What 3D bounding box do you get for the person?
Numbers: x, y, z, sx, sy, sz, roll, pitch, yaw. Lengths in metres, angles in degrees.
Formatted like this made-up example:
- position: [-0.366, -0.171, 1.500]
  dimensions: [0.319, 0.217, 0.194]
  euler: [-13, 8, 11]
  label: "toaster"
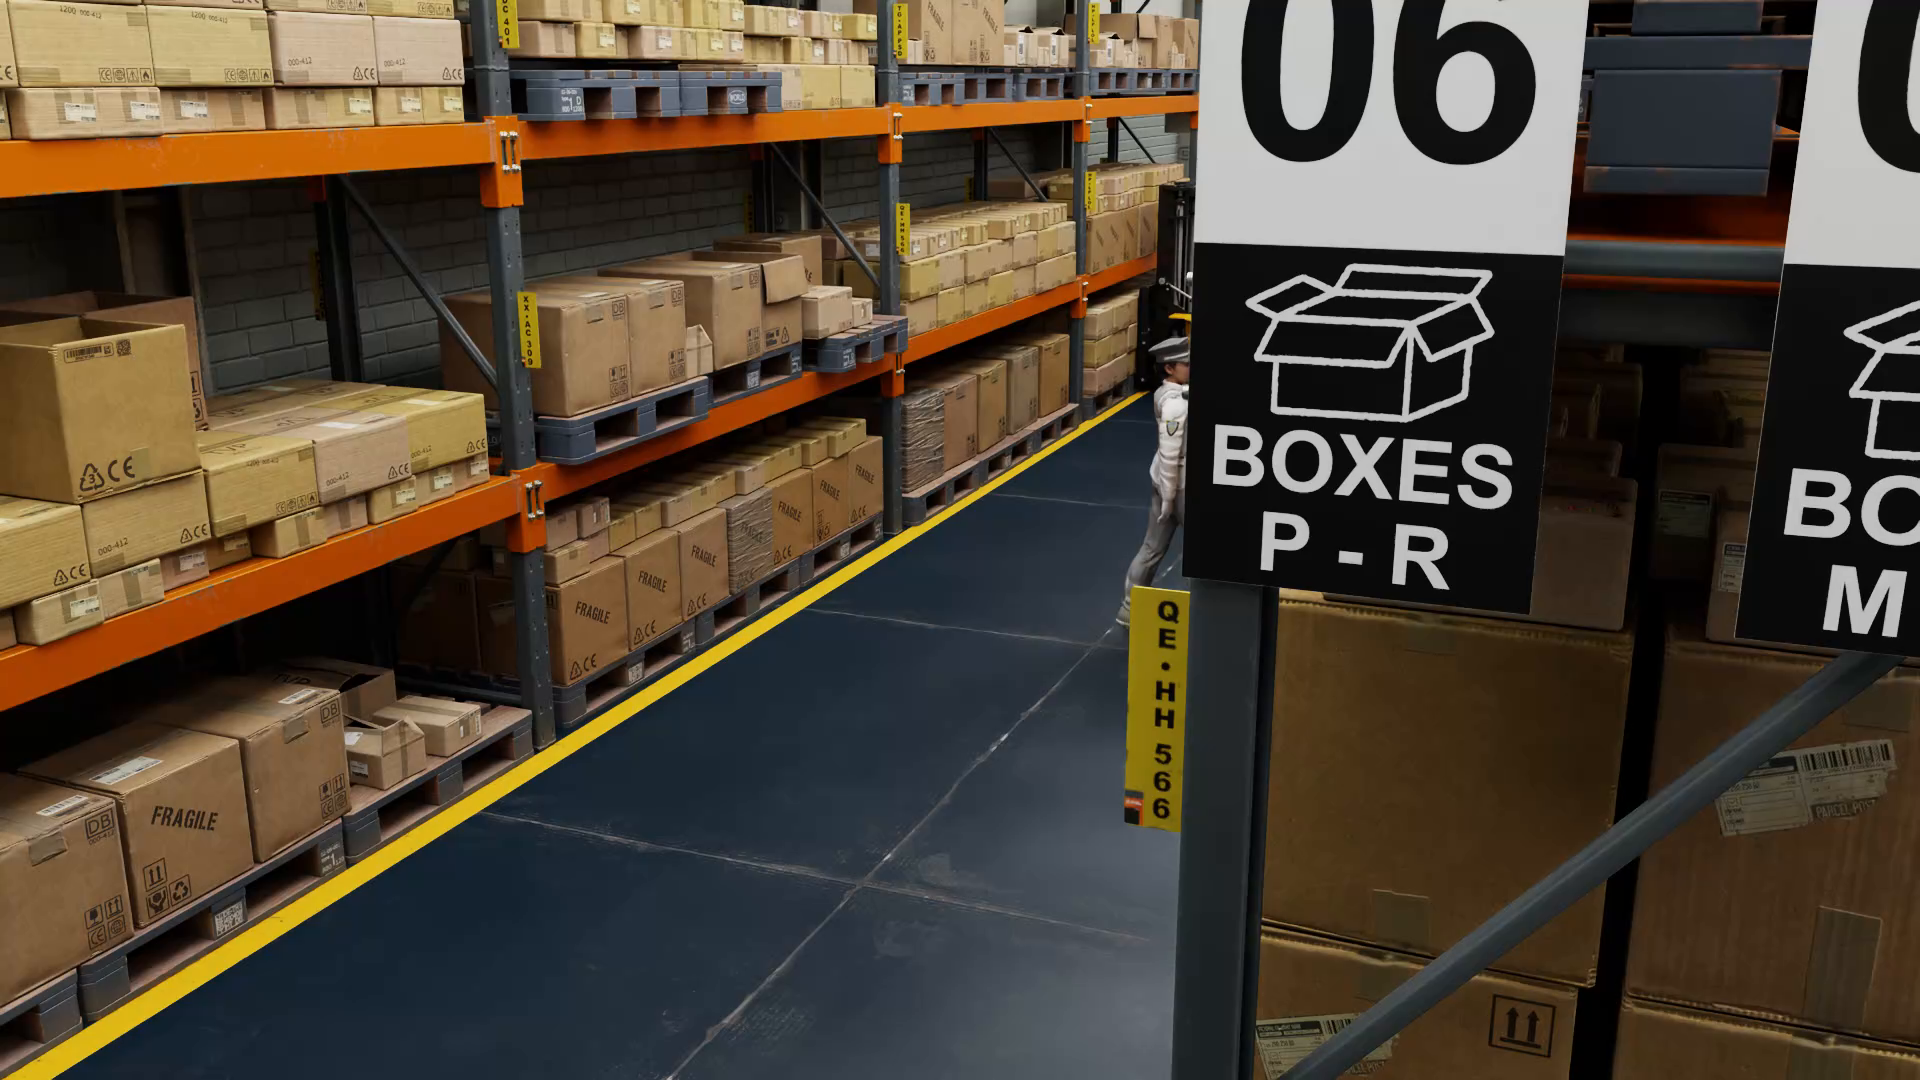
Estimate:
- position: [1.297, -0.306, 9.053]
  dimensions: [0.857, 1.645, 0.525]
  euler: [-1, 16, -4]
  label: "person"
